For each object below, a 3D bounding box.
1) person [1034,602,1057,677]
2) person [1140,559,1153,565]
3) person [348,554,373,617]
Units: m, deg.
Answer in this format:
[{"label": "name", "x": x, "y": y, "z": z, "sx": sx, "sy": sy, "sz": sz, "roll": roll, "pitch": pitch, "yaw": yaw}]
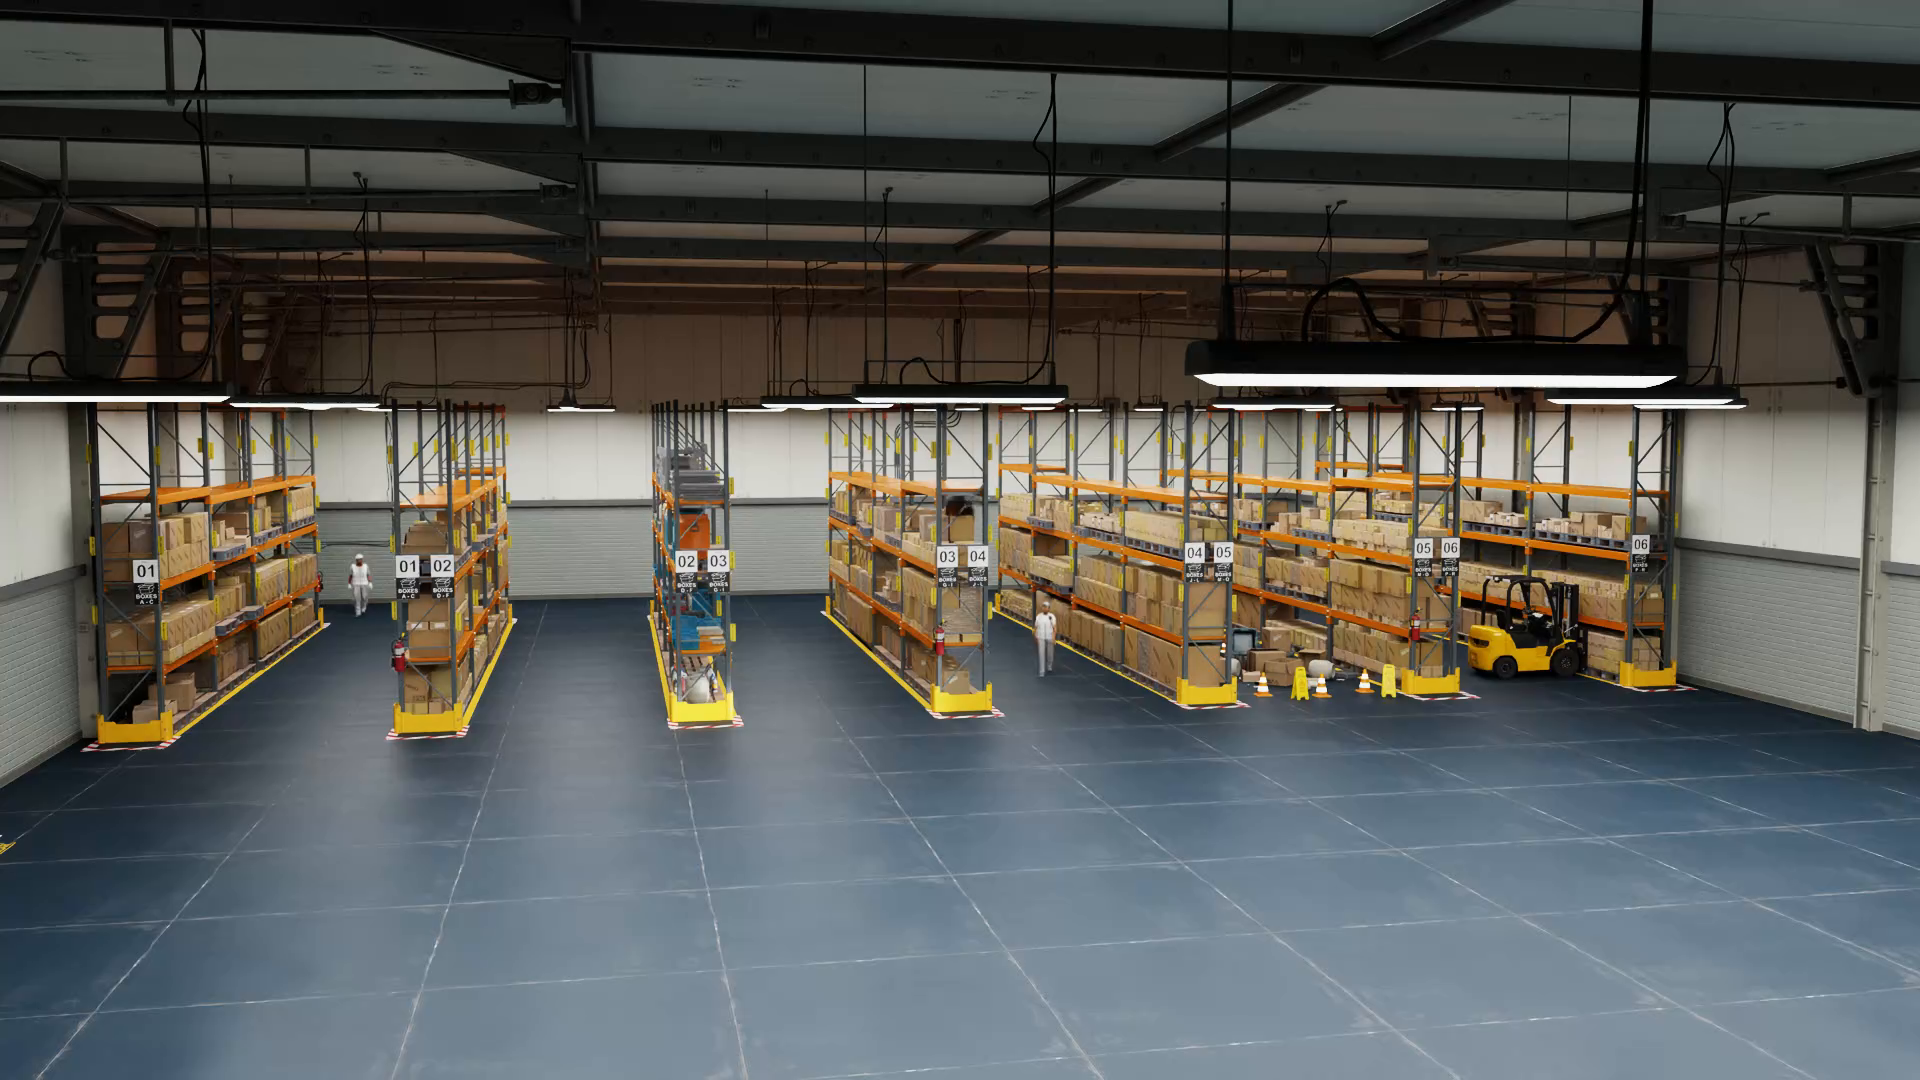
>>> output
[{"label": "person", "x": 1.873, "y": 2.165, "z": 36.499, "sx": 0.489, "sy": 1.601, "sz": 0.937, "roll": 0, "pitch": 4, "yaw": -2}, {"label": "person", "x": 5.944, "y": 0.870, "z": 52.781, "sx": 0.856, "sy": 1.739, "sz": 0.566, "roll": -2, "pitch": 5, "yaw": -20}, {"label": "person", "x": -17.061, "y": 1.282, "z": 47.309, "sx": 0.640, "sy": 1.746, "sz": 1.045, "roll": -2, "pitch": 5, "yaw": -25}]
